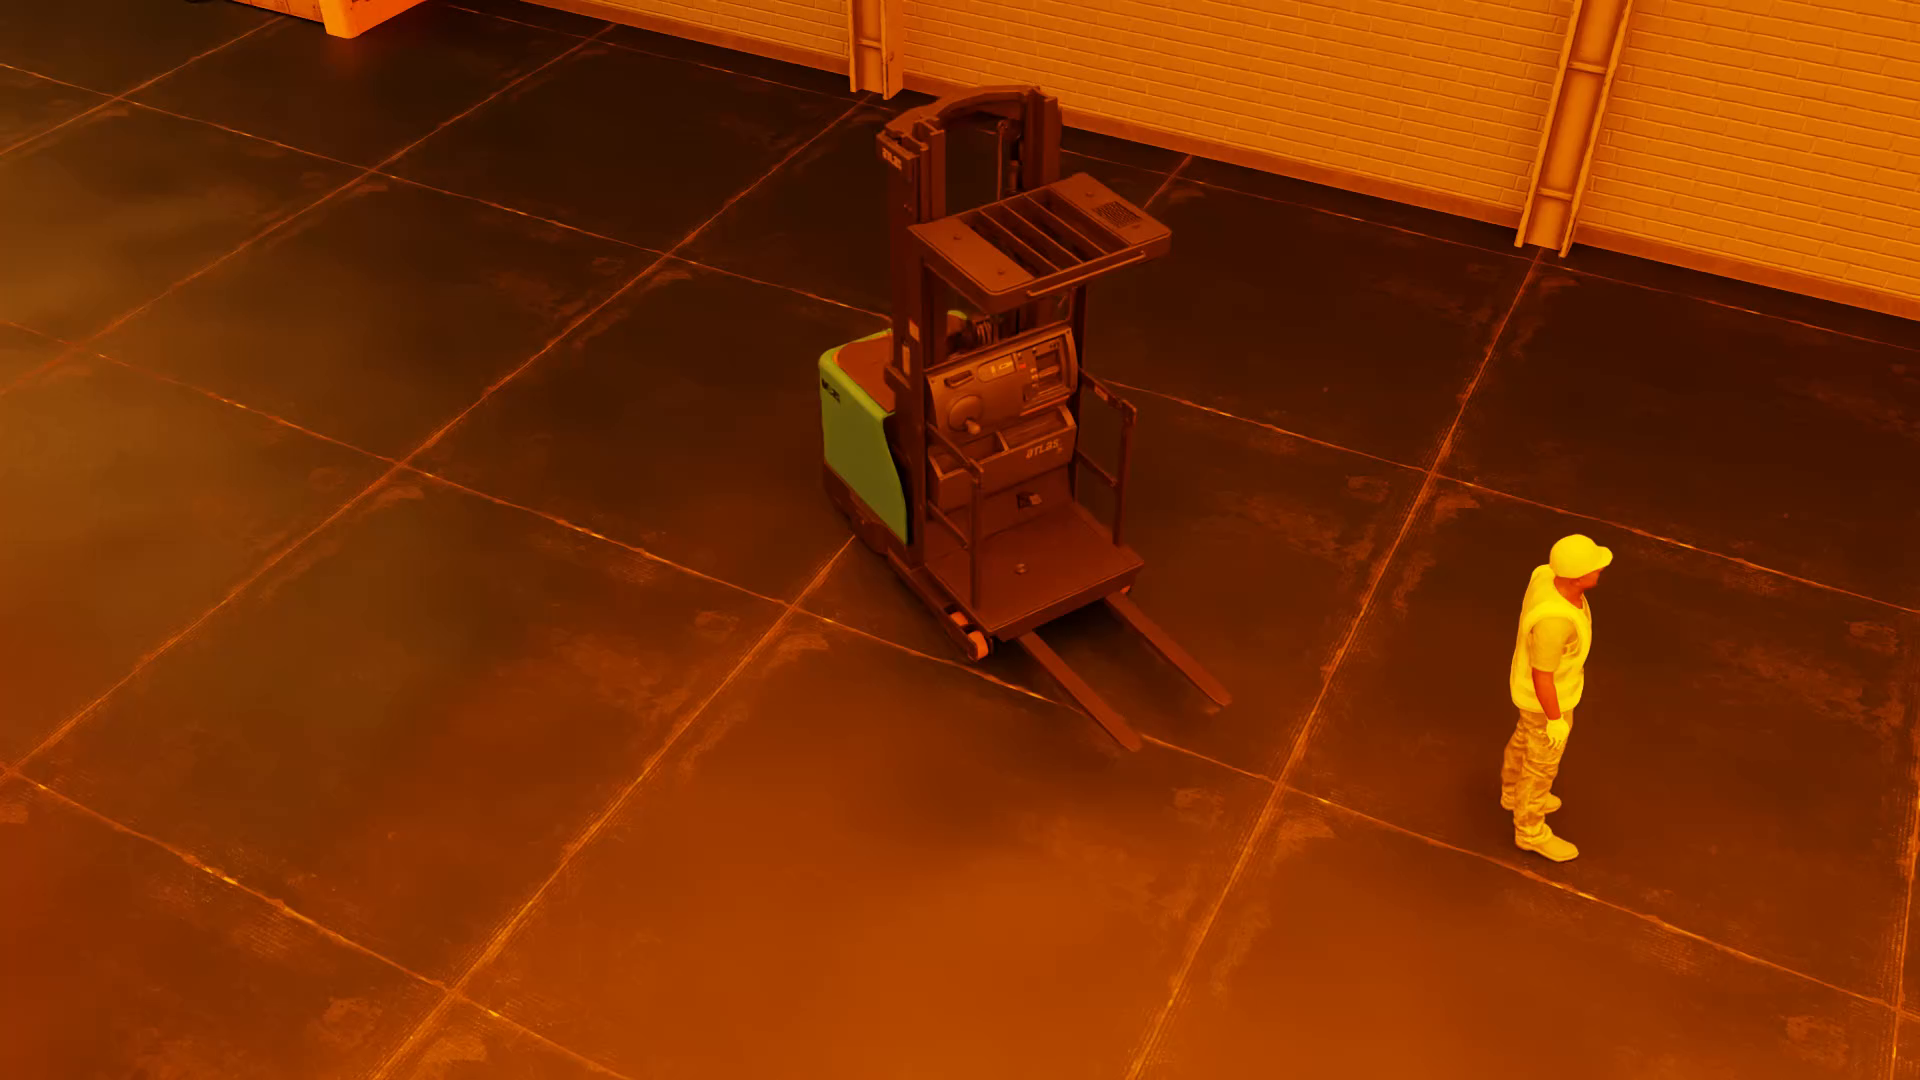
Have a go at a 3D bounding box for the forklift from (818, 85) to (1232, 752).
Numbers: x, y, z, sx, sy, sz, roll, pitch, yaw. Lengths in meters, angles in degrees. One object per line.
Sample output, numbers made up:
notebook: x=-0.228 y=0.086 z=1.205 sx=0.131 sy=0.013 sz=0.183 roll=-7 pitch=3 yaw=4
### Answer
forklift: x=0.357 y=-0.788 z=8.922 sx=1.130 sy=2.935 sz=3.031 roll=-23 pitch=45 yaw=-25

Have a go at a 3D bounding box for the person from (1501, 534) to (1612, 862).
person: x=2.897 y=0.723 z=8.014 sx=0.549 sy=1.787 sz=0.653 roll=10 pitch=41 yaw=11
